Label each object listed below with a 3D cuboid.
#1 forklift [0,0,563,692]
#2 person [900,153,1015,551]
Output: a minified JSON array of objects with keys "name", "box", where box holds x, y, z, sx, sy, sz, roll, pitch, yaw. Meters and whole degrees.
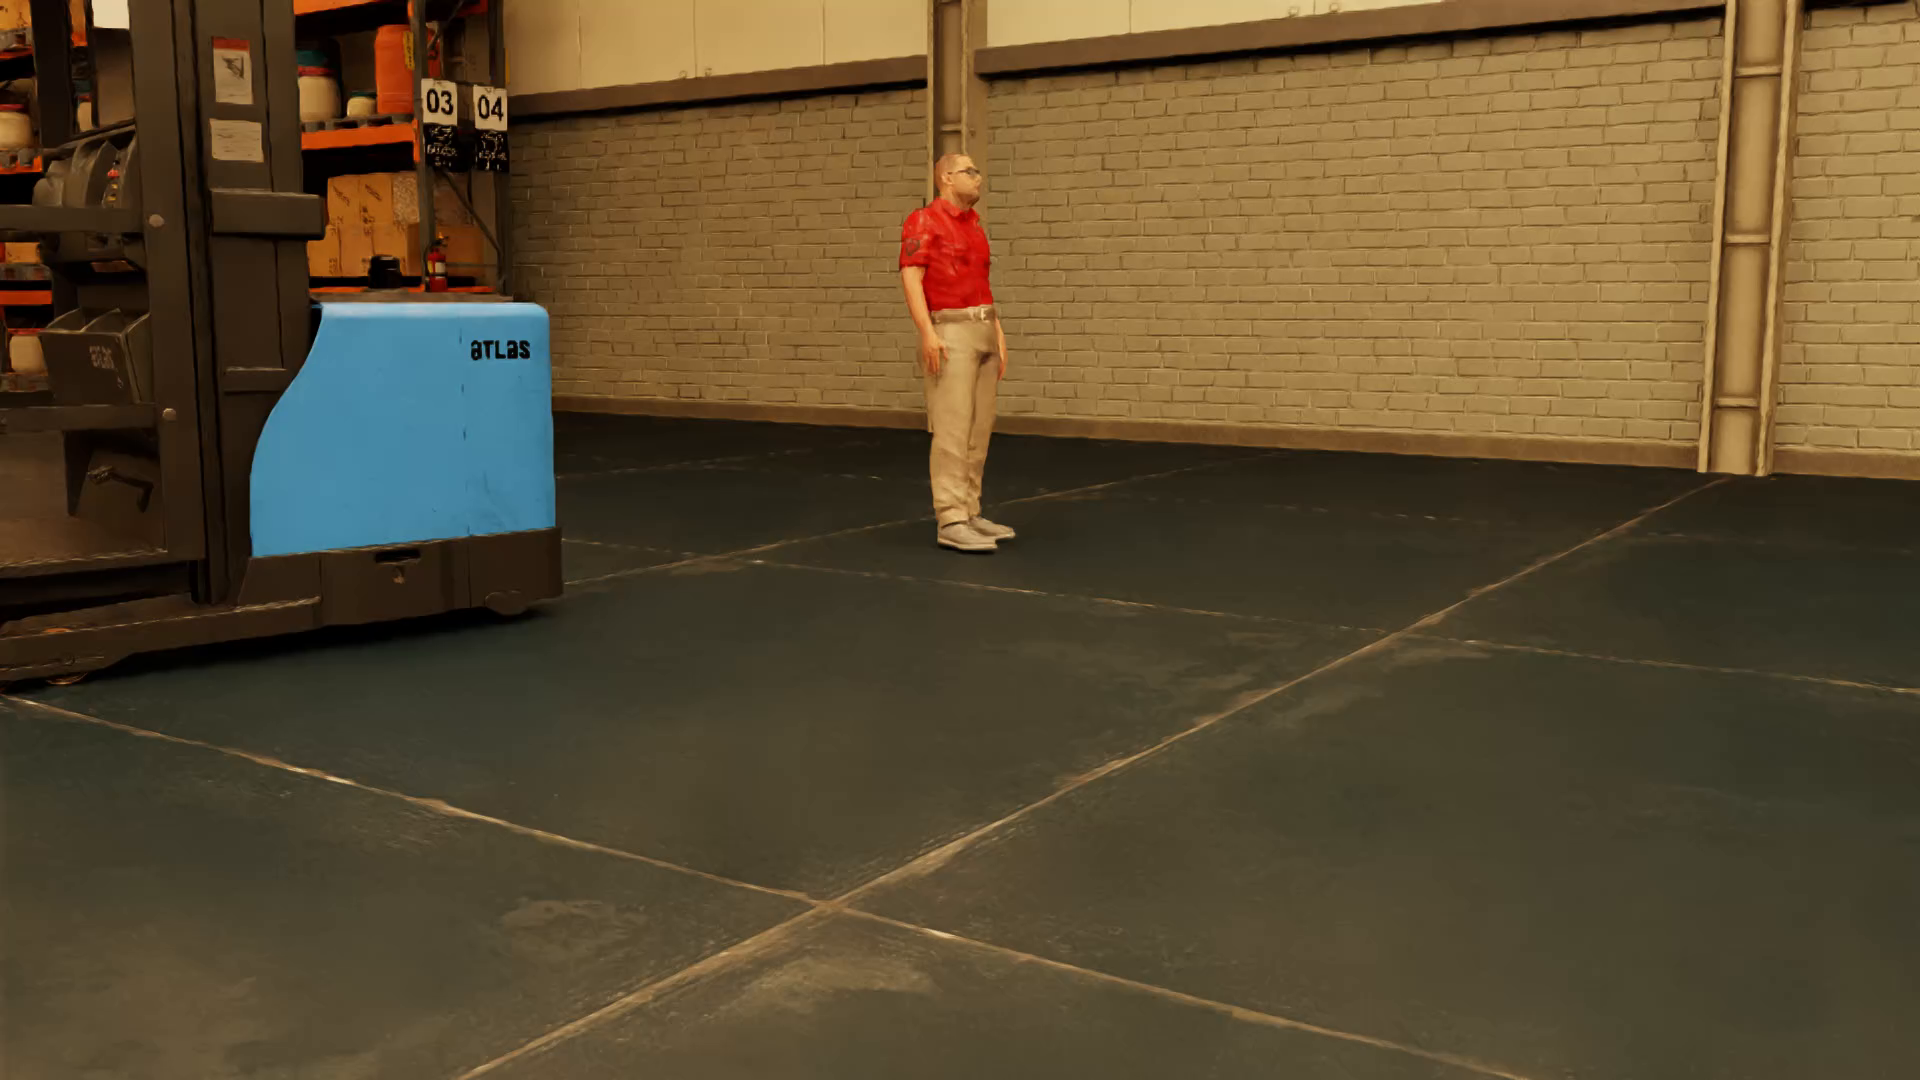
[{"name":"forklift","box":[-2.817,-1.104,4.953,3.031,2.935,1.130,-7,11,-41]},{"name":"person","box":[0.068,-0.855,7.421,0.550,1.727,0.640,5,10,34]}]
